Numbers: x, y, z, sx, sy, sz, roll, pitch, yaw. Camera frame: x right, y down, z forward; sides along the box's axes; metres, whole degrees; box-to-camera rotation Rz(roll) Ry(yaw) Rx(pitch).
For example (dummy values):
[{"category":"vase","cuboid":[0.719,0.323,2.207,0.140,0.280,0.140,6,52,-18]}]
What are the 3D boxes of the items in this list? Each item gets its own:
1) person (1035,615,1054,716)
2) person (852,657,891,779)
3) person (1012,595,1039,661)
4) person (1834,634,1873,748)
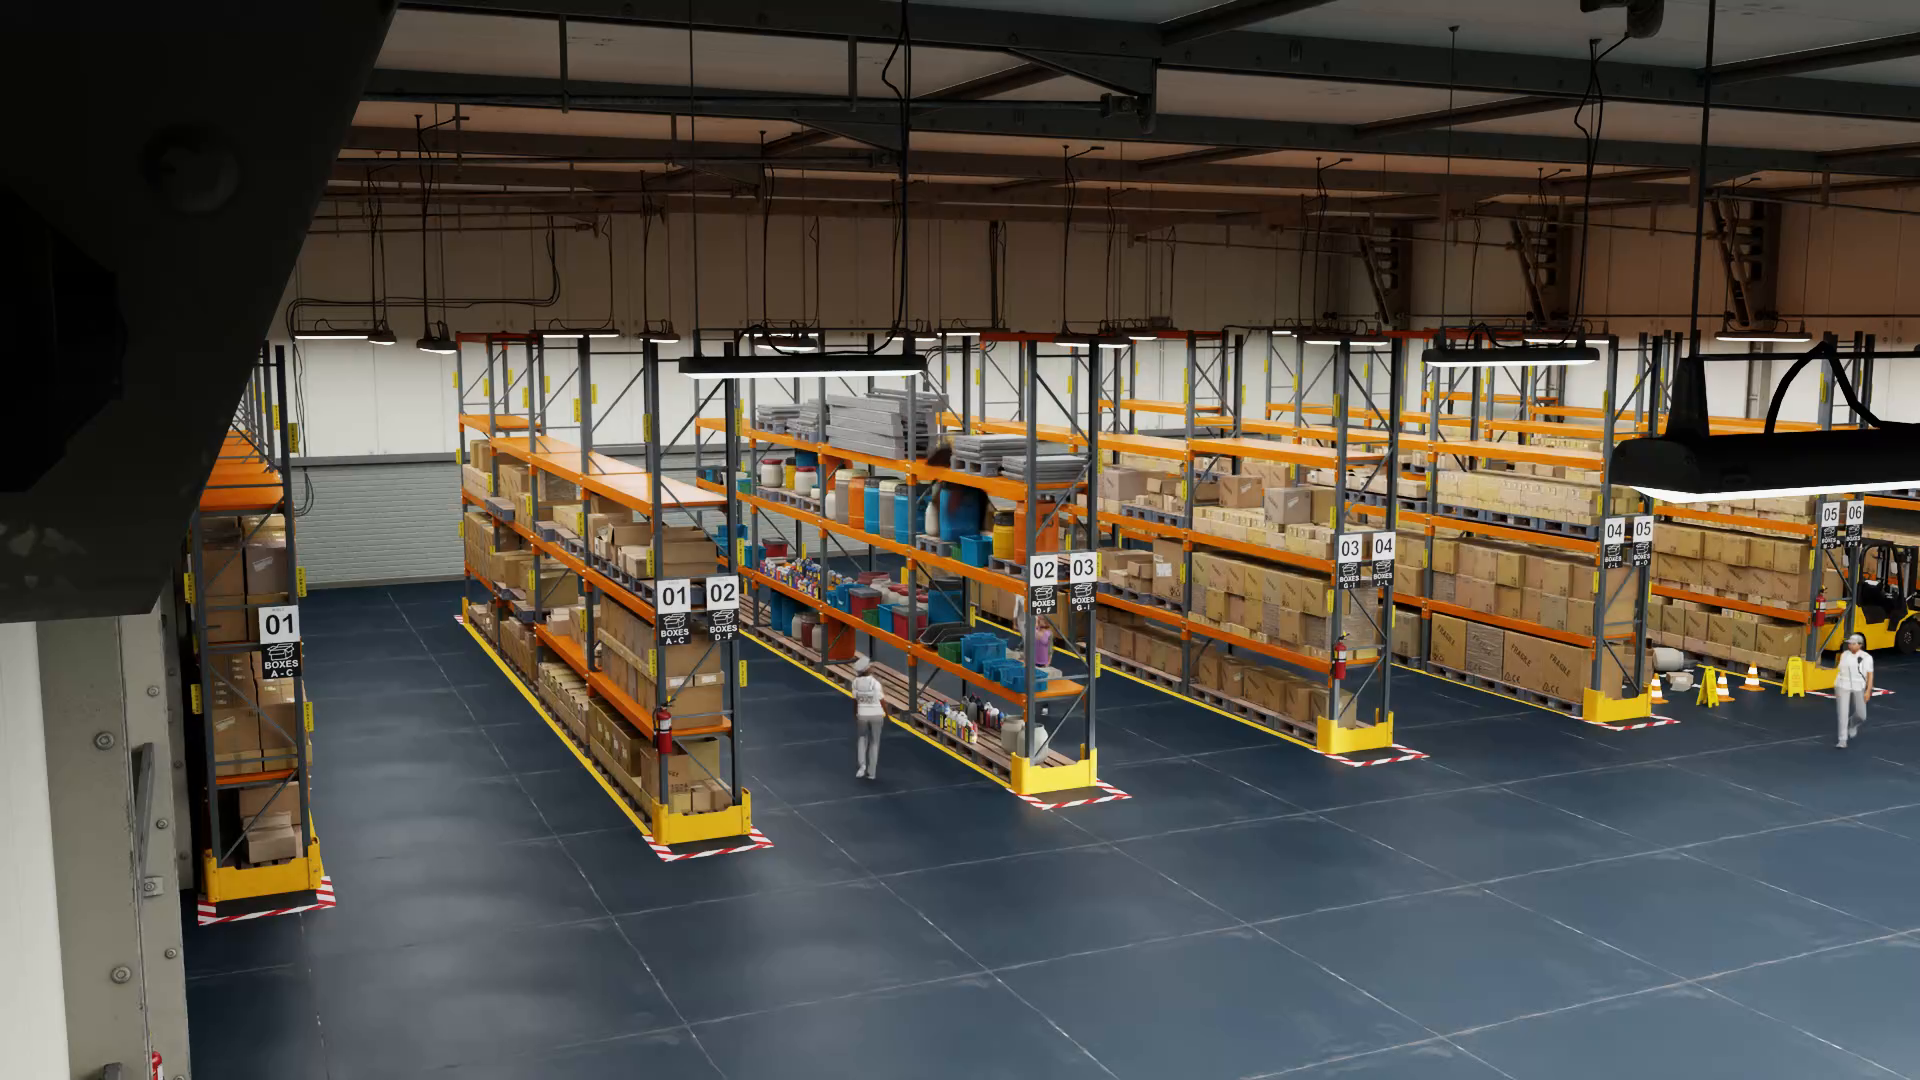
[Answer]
[{"category":"person","cuboid":[1.247,1.995,26.447,0.477,1.592,0.388,1,8,8]},{"category":"person","cuboid":[-1.211,2.423,22.725,0.512,1.713,0.480,1,8,7]},{"category":"person","cuboid":[1.158,1.507,30.051,0.450,1.550,0.796,-4,9,-29]},{"category":"person","cuboid":[13.174,2.203,24.575,0.490,1.646,0.684,2,8,17]}]
